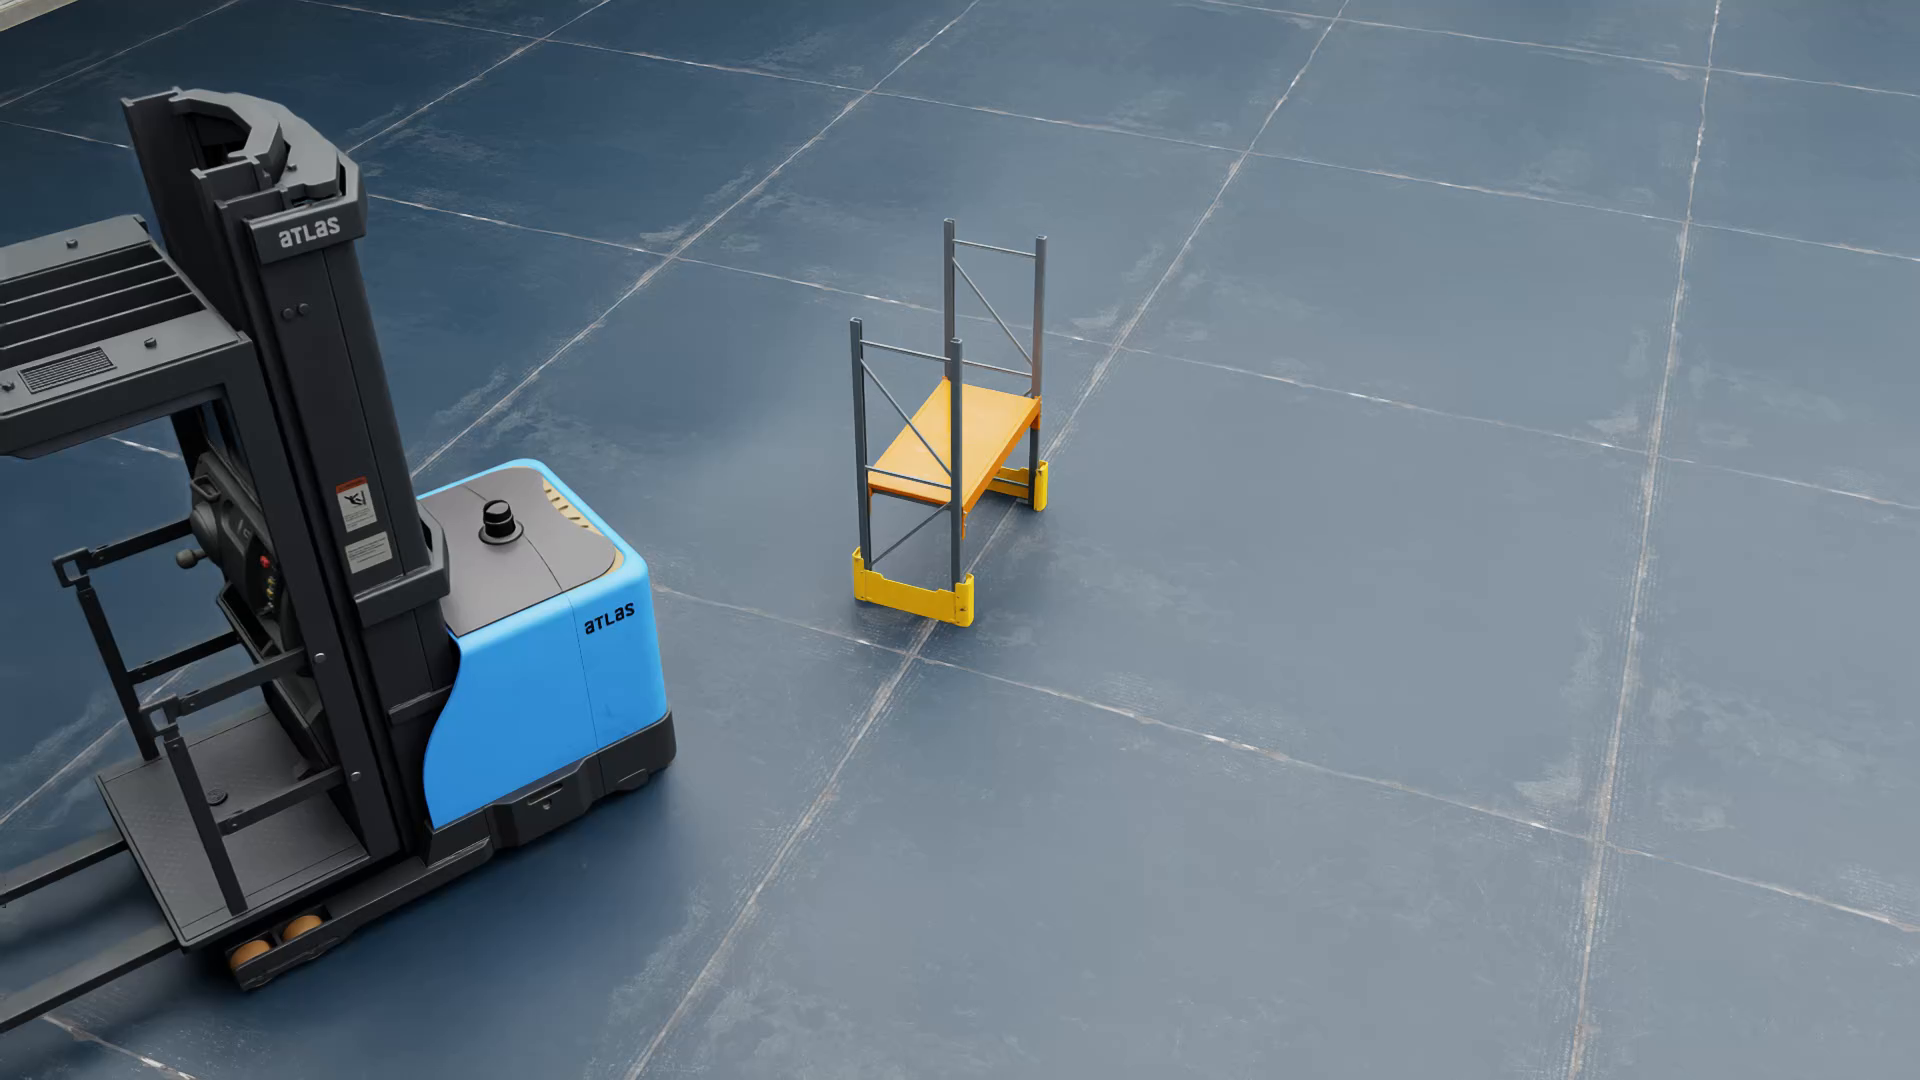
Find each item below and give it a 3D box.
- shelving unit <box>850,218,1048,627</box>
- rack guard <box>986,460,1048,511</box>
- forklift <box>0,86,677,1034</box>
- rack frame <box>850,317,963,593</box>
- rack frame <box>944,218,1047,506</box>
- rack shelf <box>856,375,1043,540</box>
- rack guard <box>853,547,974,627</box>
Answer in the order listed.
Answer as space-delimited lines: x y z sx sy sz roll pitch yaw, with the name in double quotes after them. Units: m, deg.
-0.029 -0.559 7.745 0.587 1.500 1.083 14 39 18 "shelving unit"
0.160 -0.334 8.488 0.587 0.250 0.087 14 39 18 "rack guard"
-2.654 0.095 5.674 3.031 2.935 1.130 -25 44 -30 "forklift"
-0.226 -0.272 7.361 0.500 1.500 0.032 14 39 18 "rack frame"
0.161 -0.835 8.114 0.500 1.500 0.032 14 39 18 "rack frame"
-0.032 -0.409 7.845 0.538 0.185 1.000 14 39 18 "rack shelf"
-0.218 0.218 7.750 0.587 0.250 0.087 14 39 18 "rack guard"
